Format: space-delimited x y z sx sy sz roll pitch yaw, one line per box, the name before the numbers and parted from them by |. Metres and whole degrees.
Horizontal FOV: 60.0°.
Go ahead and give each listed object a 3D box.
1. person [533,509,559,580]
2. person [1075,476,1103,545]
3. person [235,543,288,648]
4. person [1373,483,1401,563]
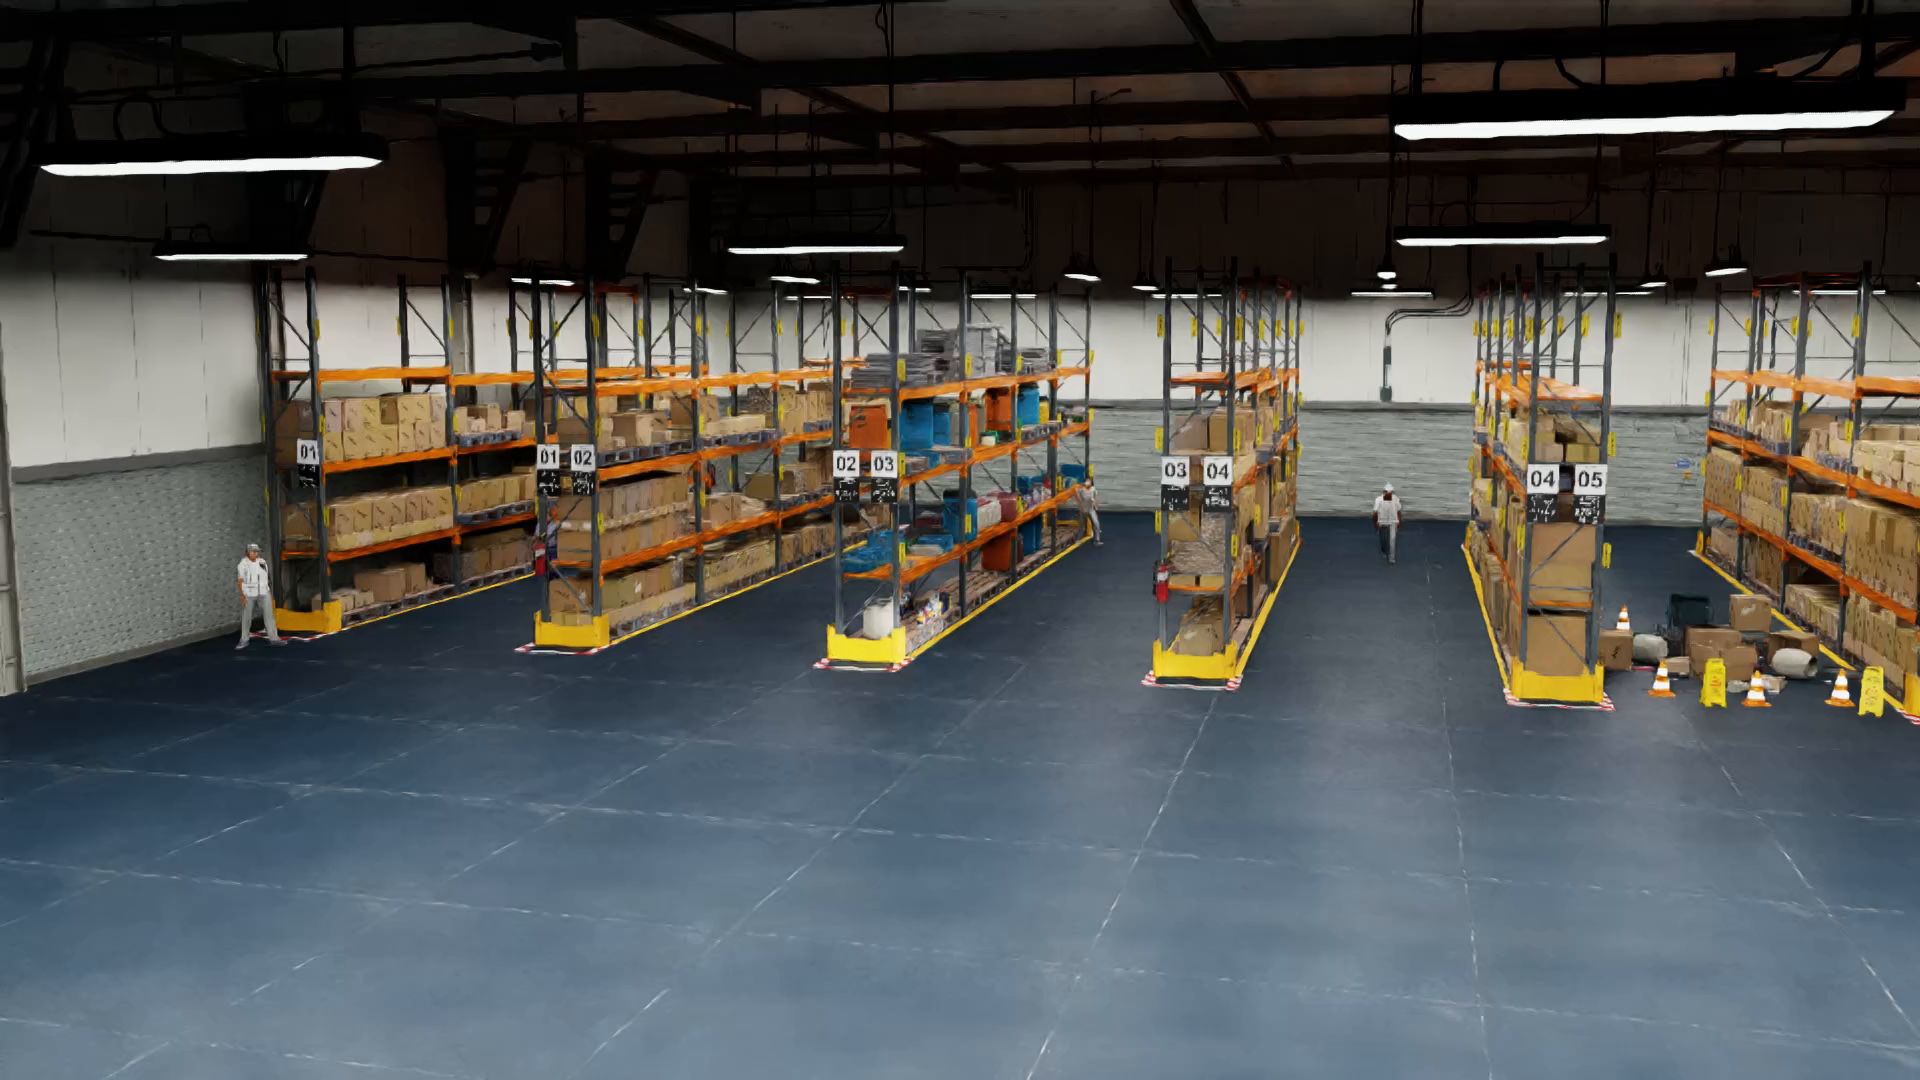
person | -7.769 0.210 31.622 0.605 1.596 0.646 1 7 7
person | 2.973 -0.693 38.577 0.613 1.608 0.809 0 7 -3
person | -11.057 0.859 26.176 0.717 1.656 0.526 -7 10 -43
person | 9.200 -0.389 35.837 0.577 1.691 1.121 2 8 17
